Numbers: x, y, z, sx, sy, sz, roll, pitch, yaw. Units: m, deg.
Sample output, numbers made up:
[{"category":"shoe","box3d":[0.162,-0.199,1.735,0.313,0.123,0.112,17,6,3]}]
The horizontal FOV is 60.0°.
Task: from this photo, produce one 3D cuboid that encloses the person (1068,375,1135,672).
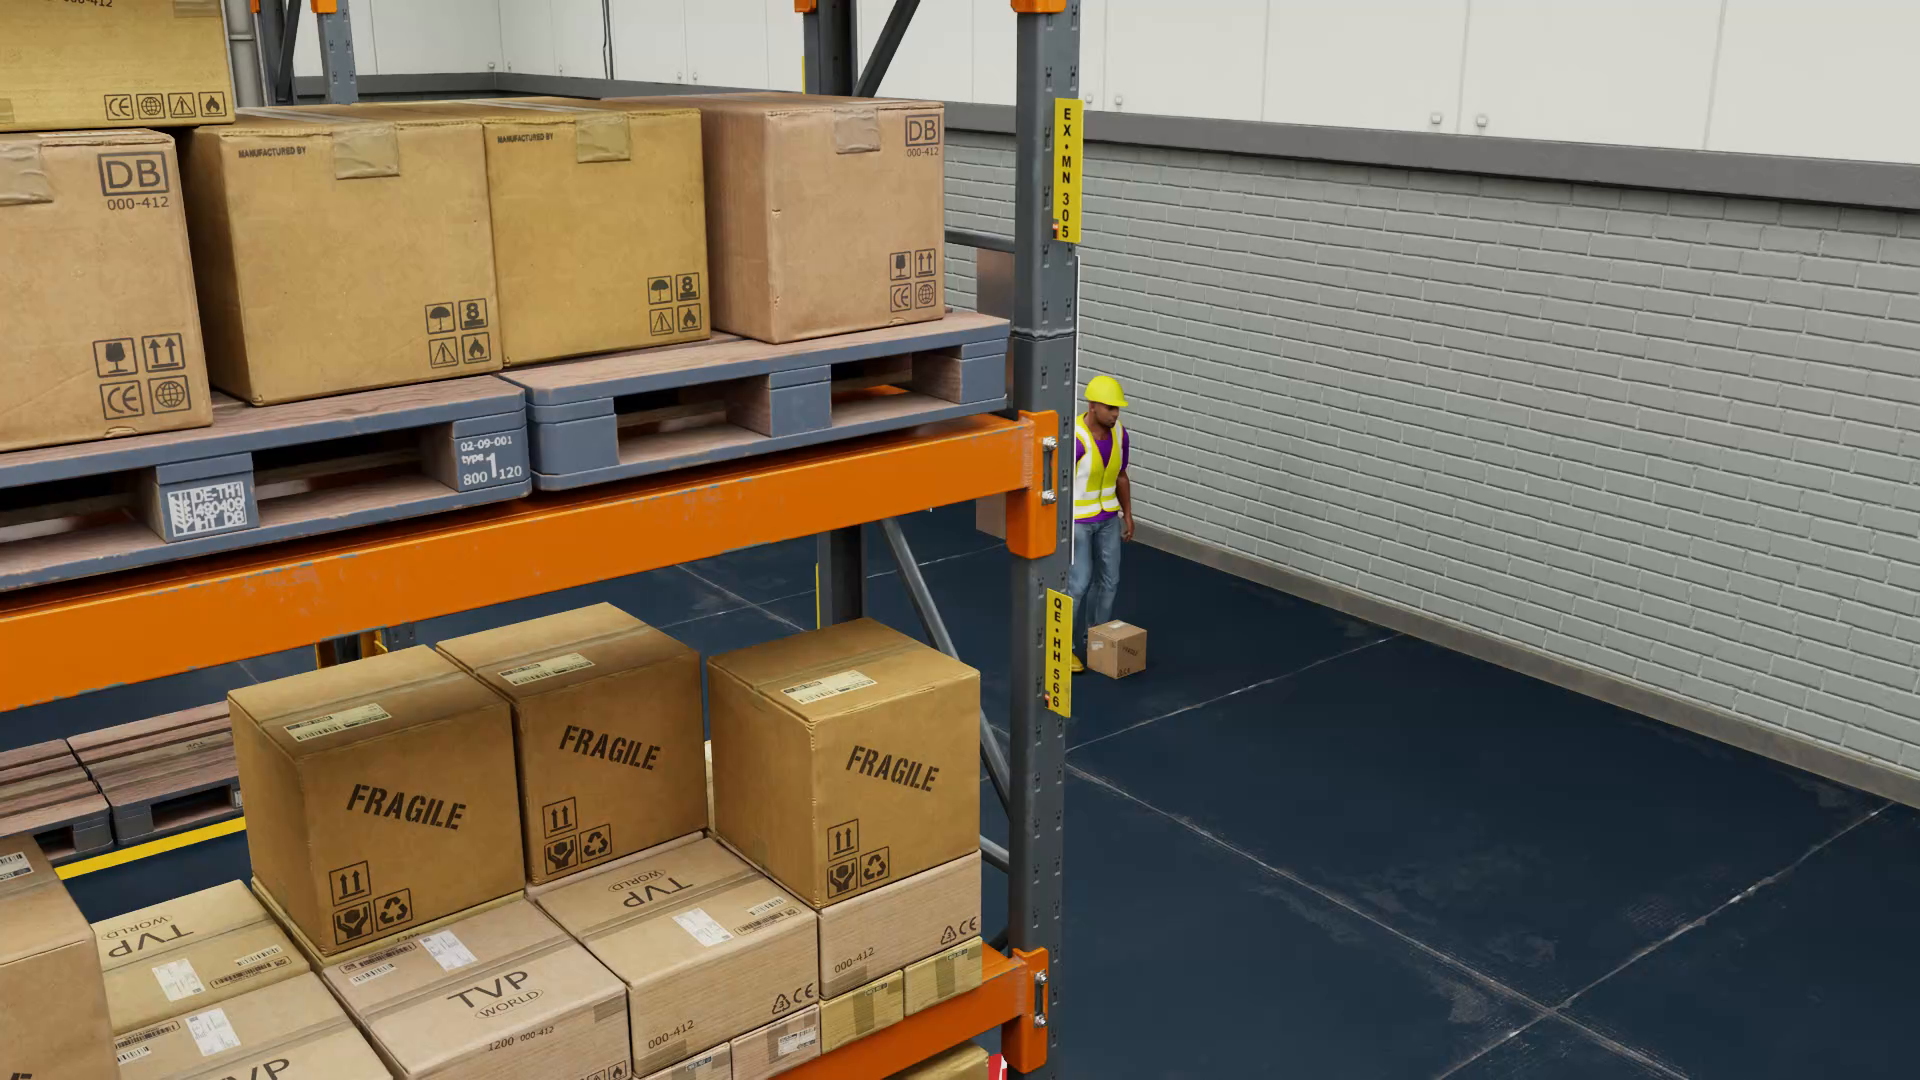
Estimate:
[{"category":"person","box3d":[0.784,-0.117,9.889,0.627,1.761,0.456,-13,22,-36]}]
